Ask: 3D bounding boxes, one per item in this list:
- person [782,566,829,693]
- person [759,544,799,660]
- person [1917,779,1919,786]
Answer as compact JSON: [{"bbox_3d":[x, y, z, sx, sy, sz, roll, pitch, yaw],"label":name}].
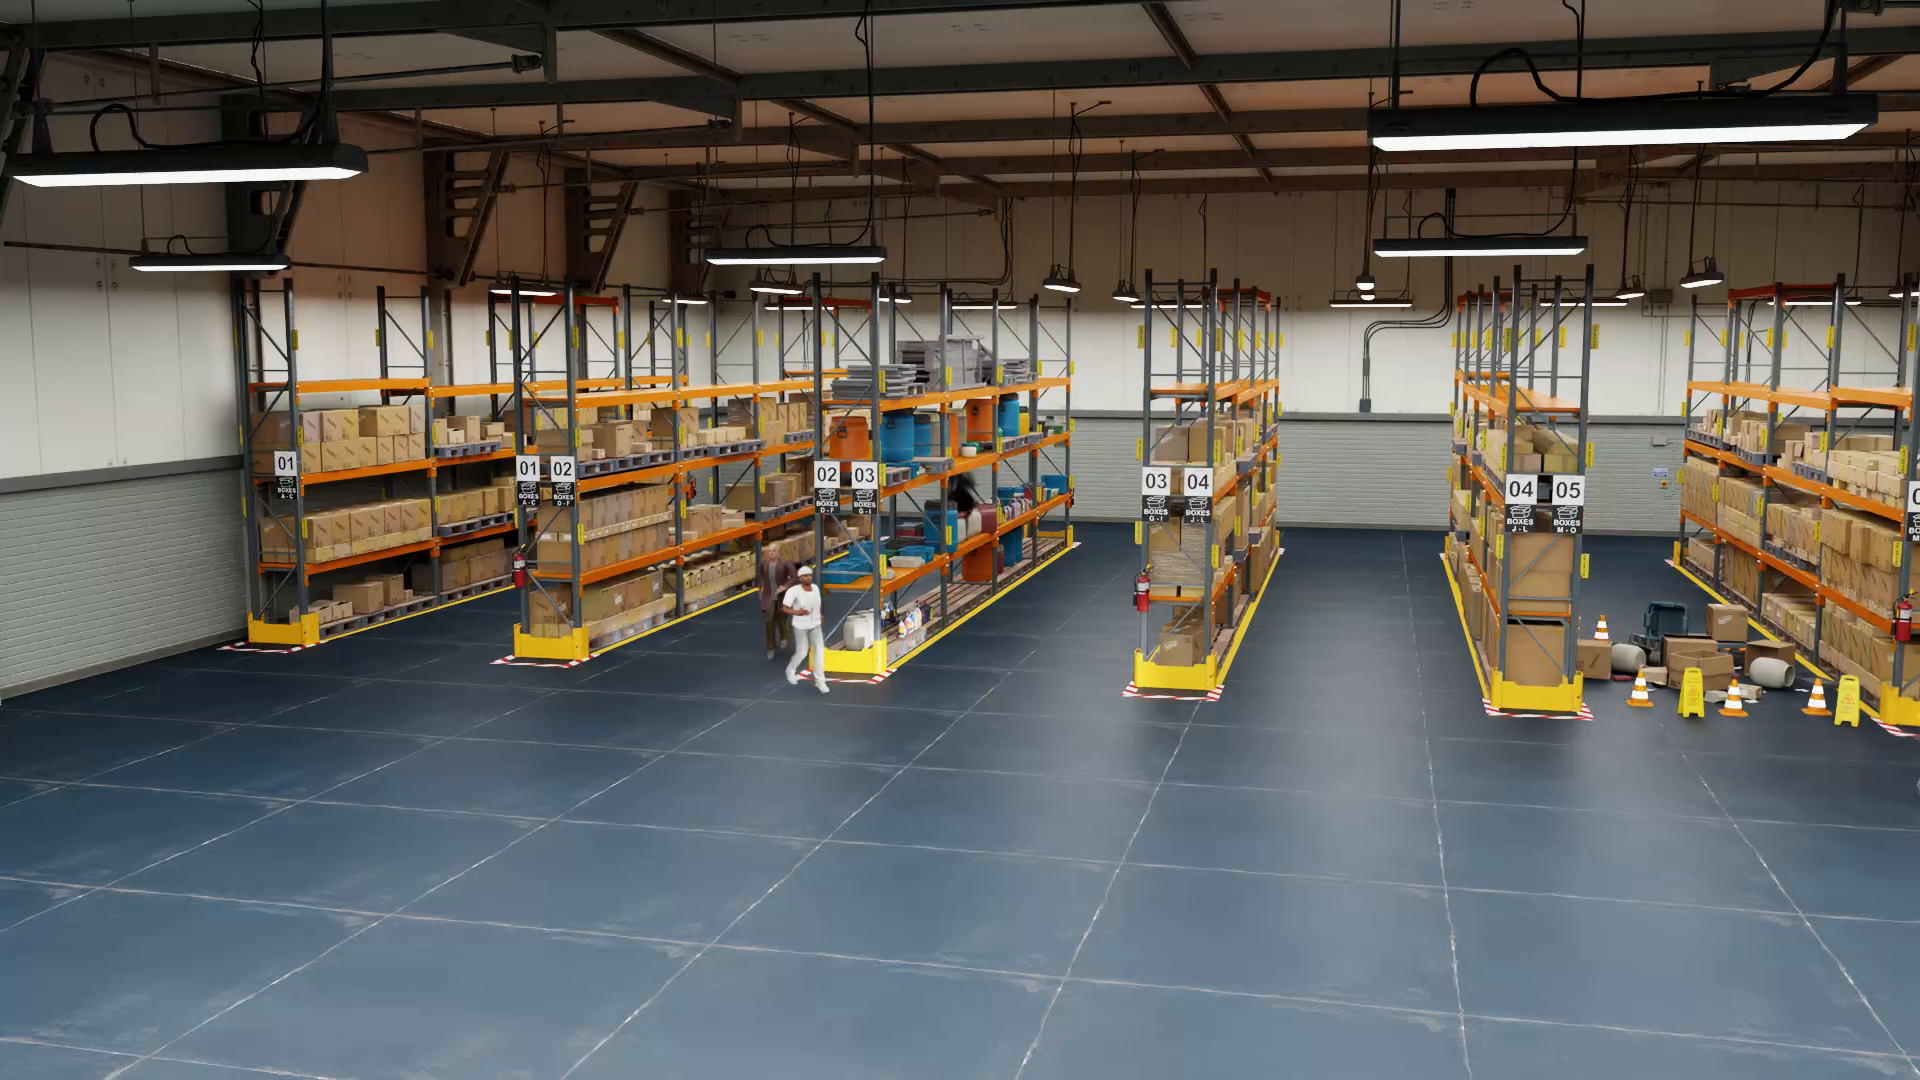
[{"bbox_3d":[-2.219,1.263,23.869,0.715,1.797,0.857,-6,9,-39],"label":"person"},{"bbox_3d":[-2.887,0.954,26.498,0.701,1.828,0.915,1,7,8],"label":"person"},{"bbox_3d":[10.663,2.083,17.616,0.612,1.695,0.992,-3,7,-21],"label":"person"}]
